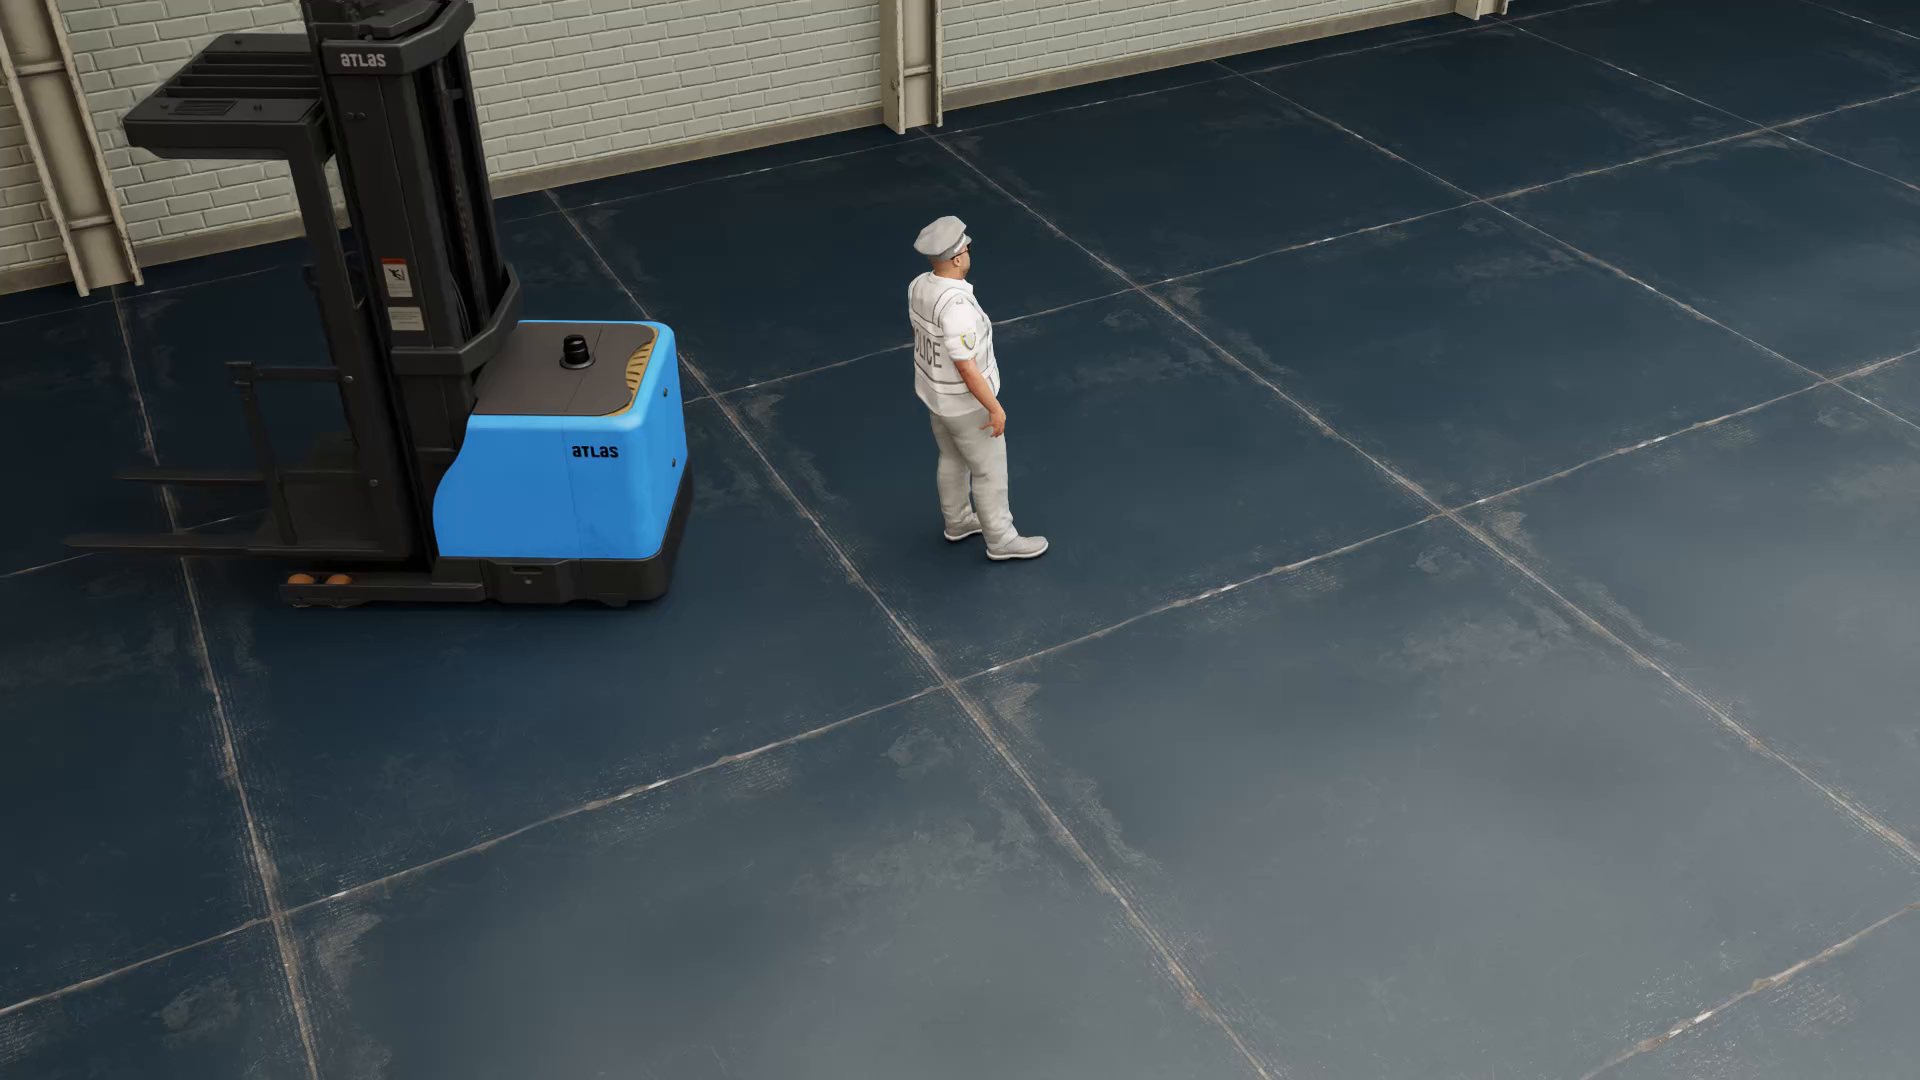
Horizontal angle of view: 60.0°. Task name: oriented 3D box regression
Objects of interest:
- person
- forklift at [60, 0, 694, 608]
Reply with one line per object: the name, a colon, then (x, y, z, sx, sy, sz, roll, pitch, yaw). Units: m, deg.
person: (0.074, -0.748, 8.165, 0.575, 1.780, 0.640, -17, 39, -23)
forklift: (-2.946, -1.165, 7.771, 3.031, 2.935, 1.130, 1, 35, 1)
